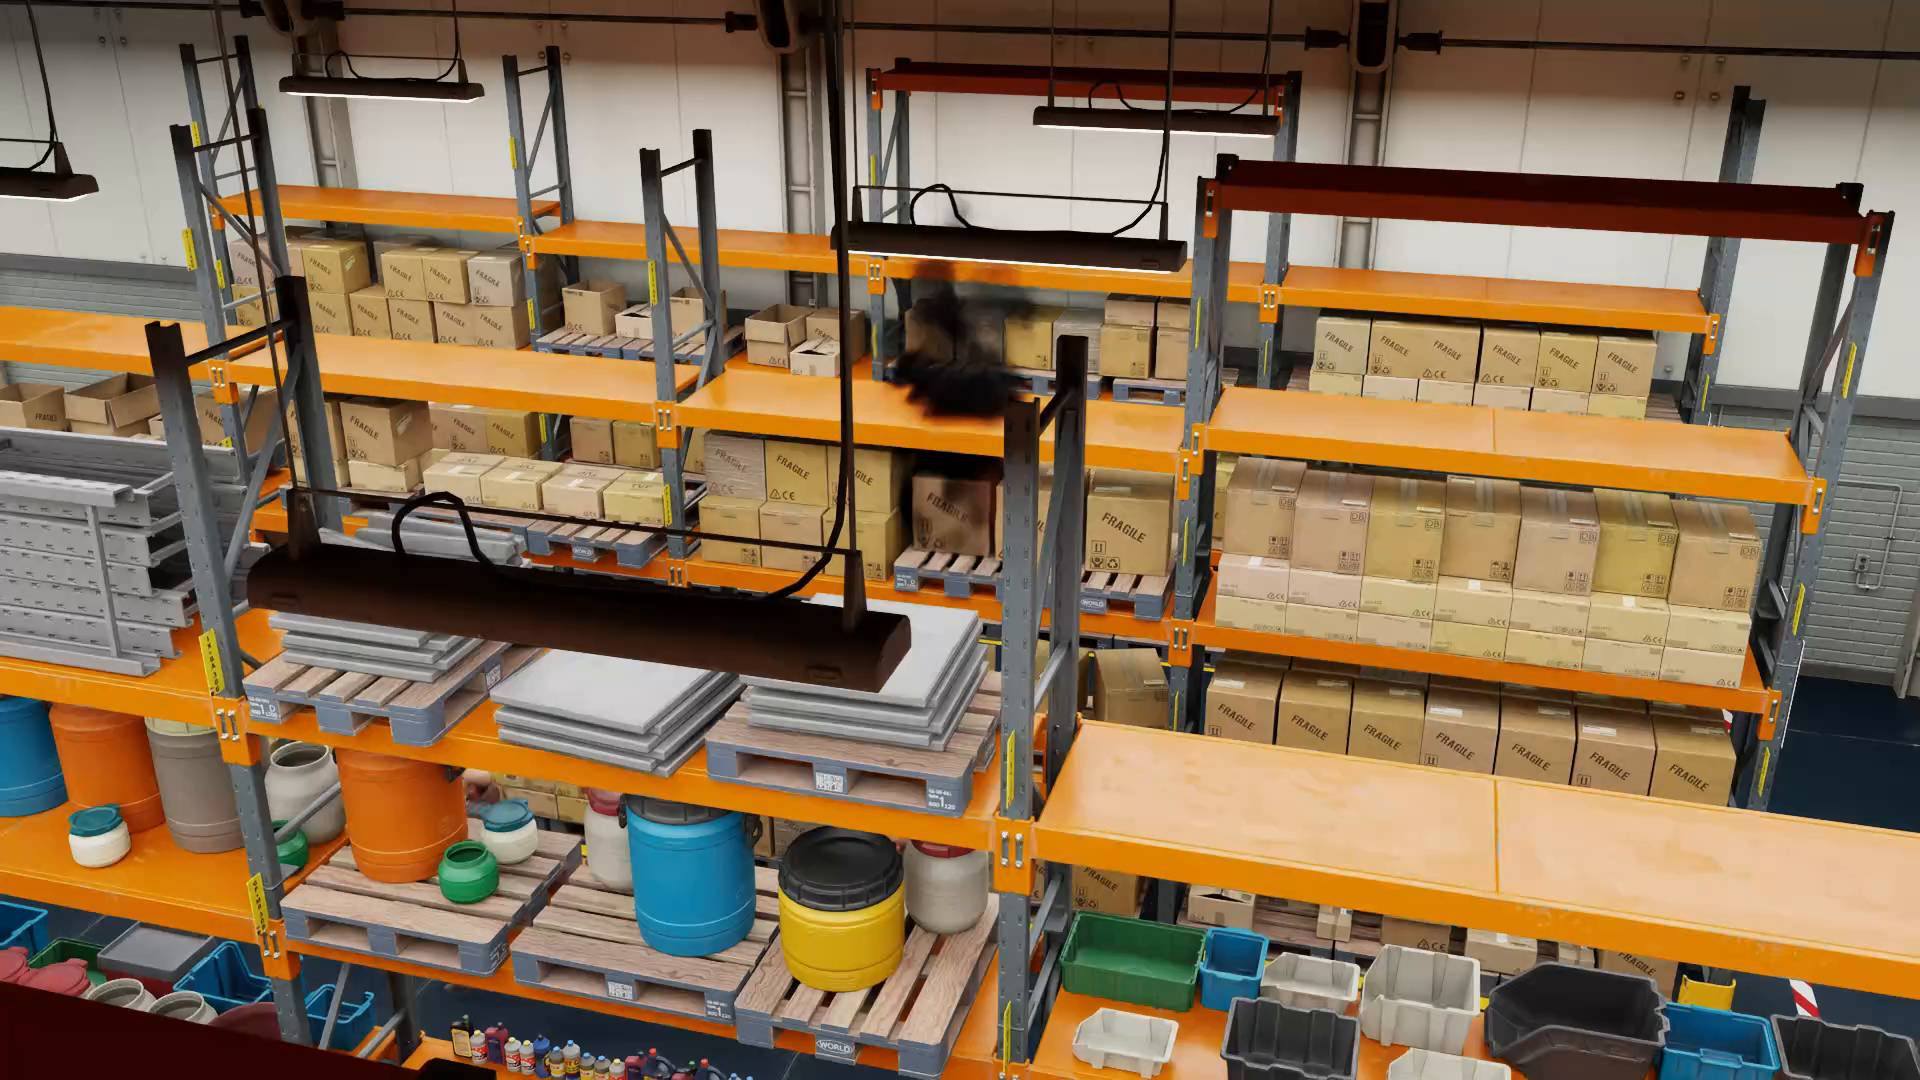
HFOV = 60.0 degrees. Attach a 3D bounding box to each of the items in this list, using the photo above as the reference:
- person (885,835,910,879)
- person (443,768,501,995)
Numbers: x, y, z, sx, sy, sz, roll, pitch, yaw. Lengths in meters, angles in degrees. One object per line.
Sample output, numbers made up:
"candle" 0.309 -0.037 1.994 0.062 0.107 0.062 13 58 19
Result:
"person" -0.499 2.662 11.418 0.544 1.694 0.652 1 23 2
"person" -3.389 2.462 11.880 0.797 1.770 0.685 2 23 5
